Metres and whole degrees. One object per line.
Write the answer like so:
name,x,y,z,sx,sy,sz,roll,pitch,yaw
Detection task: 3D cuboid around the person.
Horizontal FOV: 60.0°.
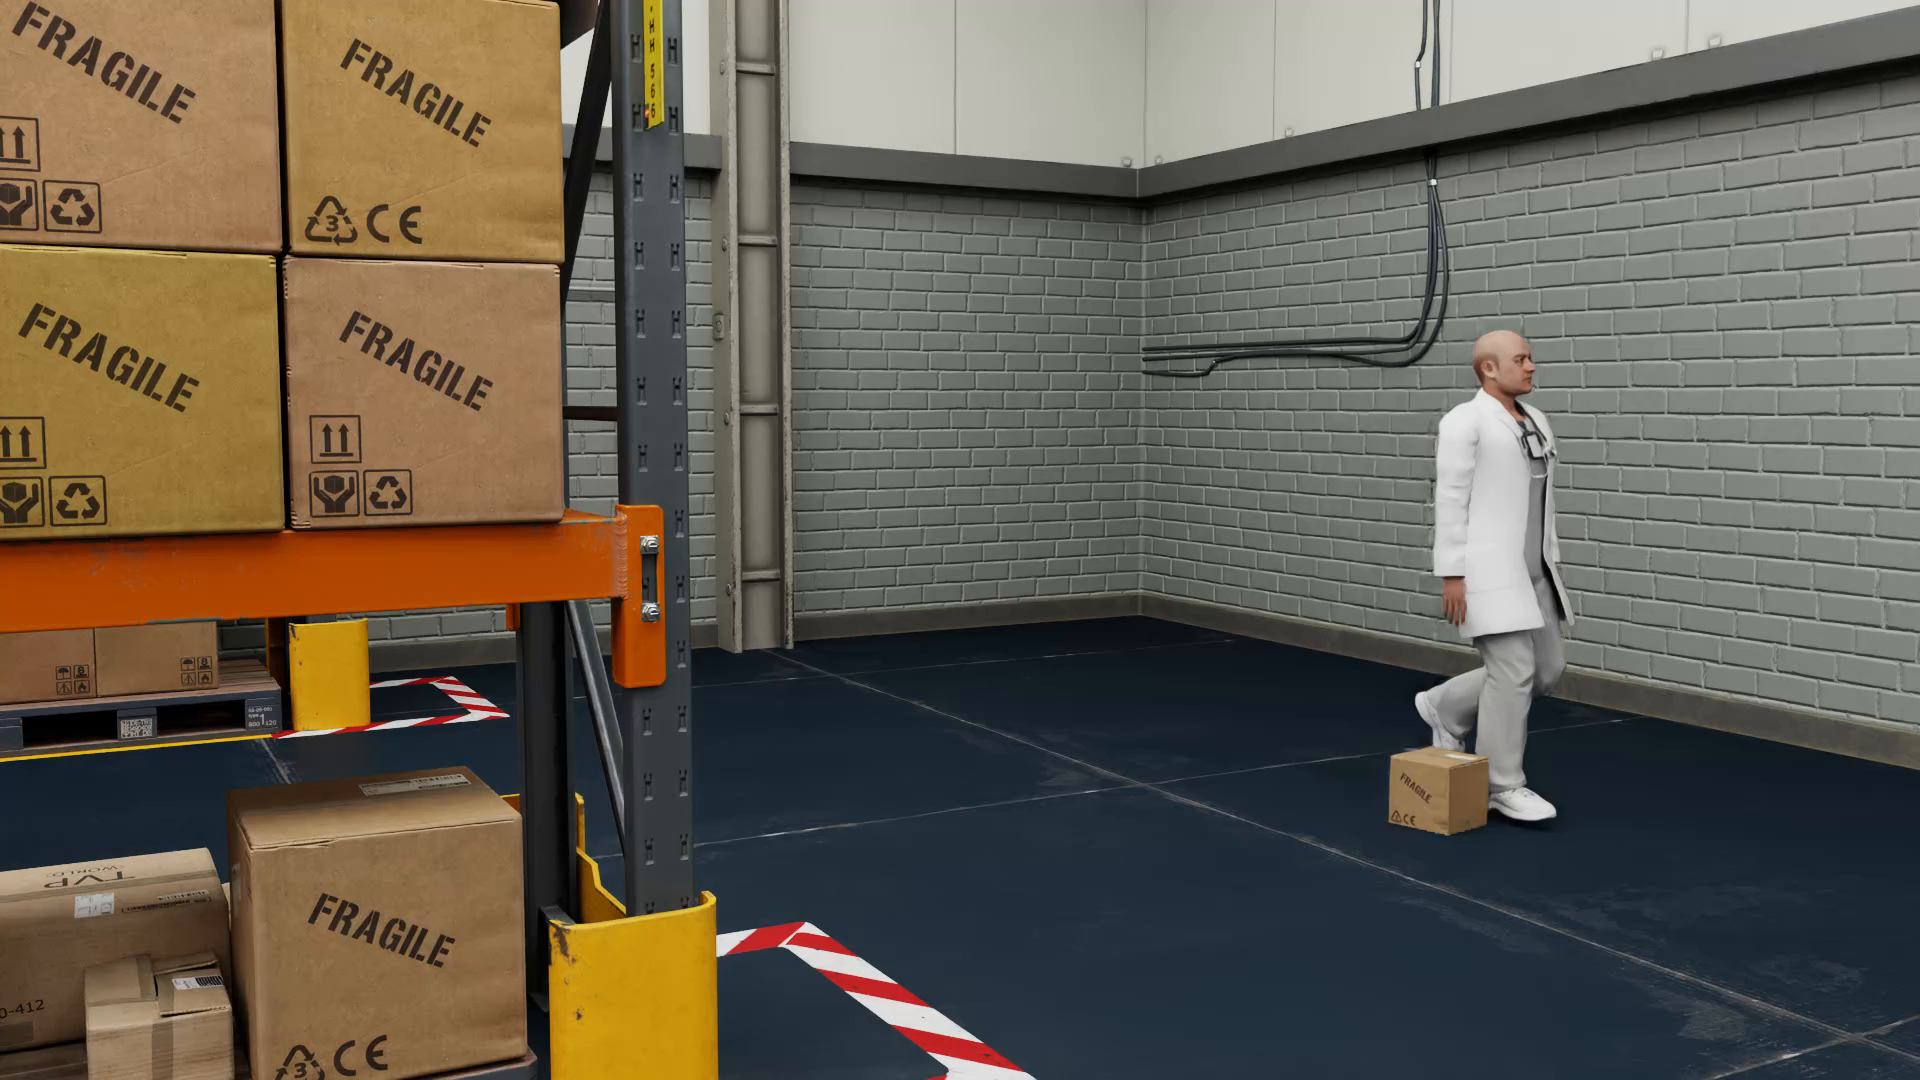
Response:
person,1.961,0.109,6.176,0.603,1.761,0.725,-4,6,-37
